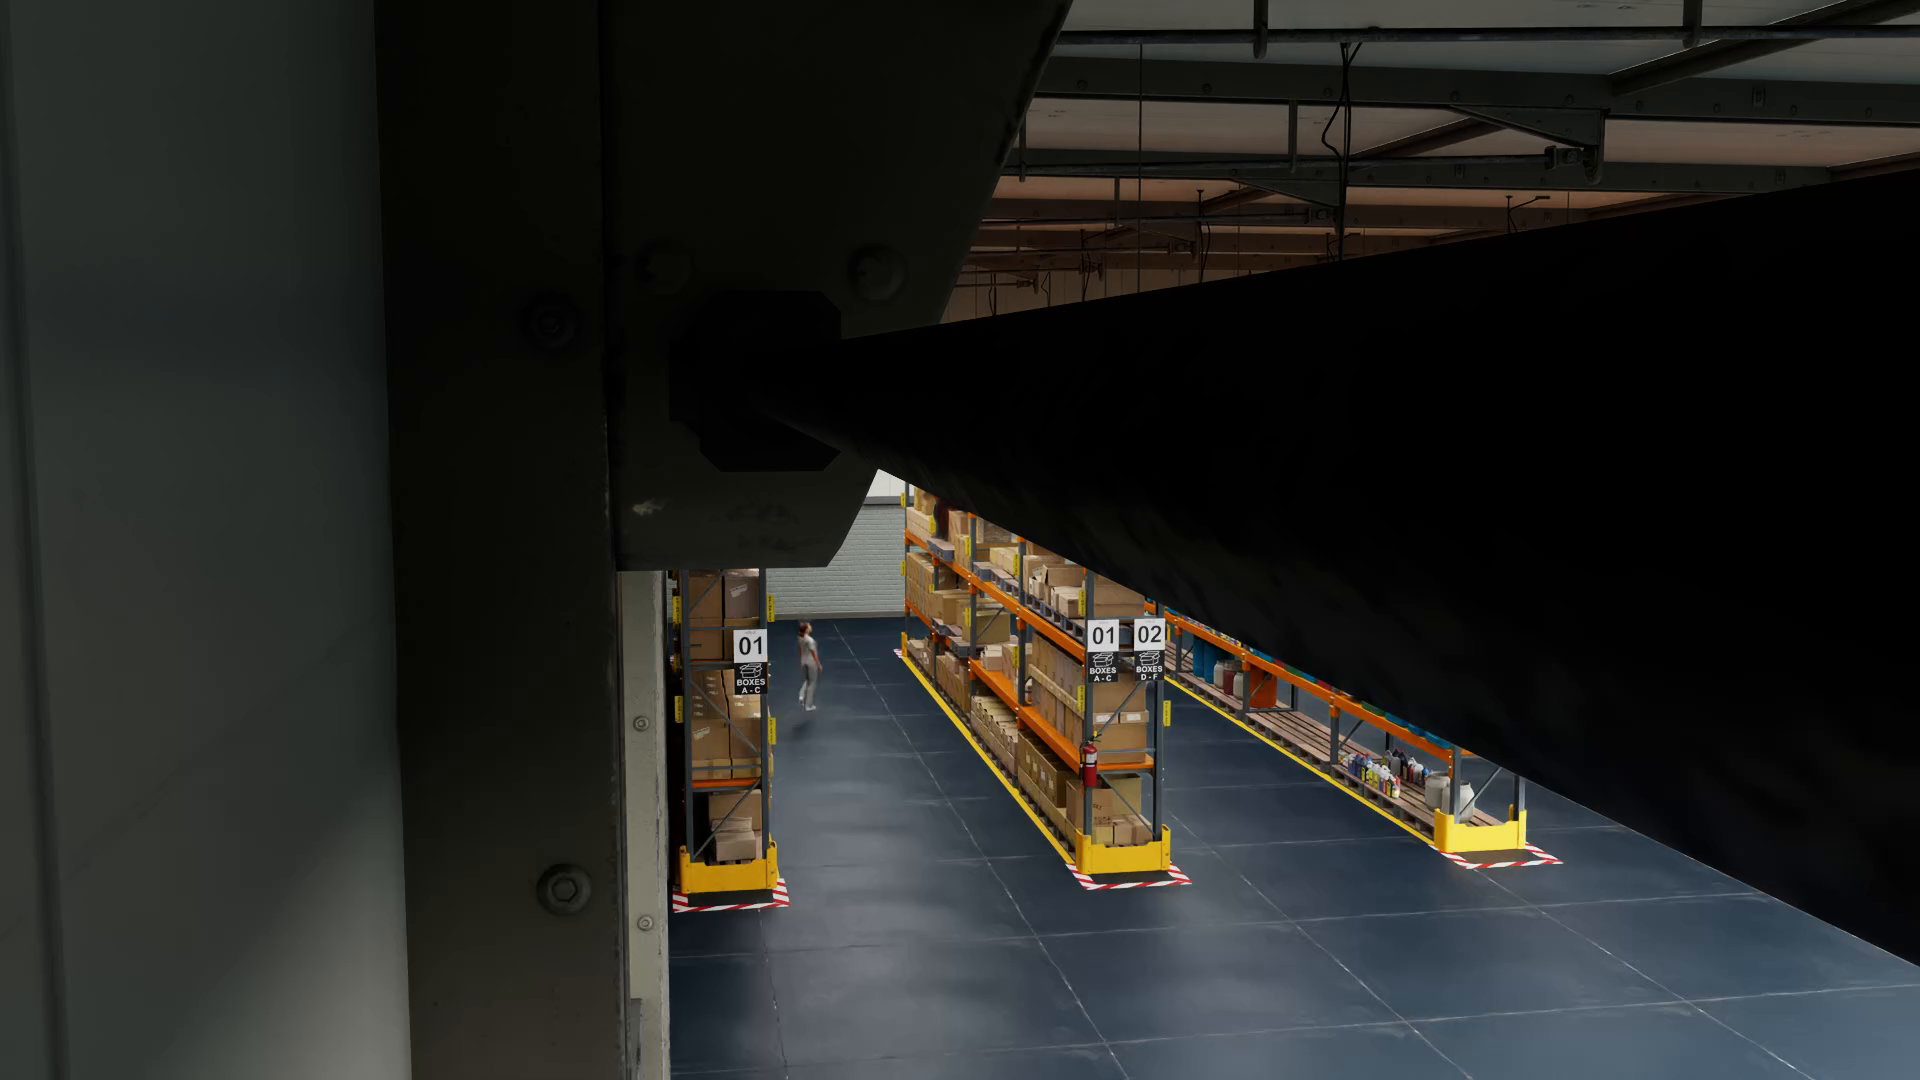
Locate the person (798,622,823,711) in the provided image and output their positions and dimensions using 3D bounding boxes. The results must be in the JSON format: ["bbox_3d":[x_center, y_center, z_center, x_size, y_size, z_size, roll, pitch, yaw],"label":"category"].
[{"bbox_3d":[-2.739,2.305,30.416,0.473,1.663,0.457,5,8,40],"label":"person"}]

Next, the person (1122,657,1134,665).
[{"bbox_3d":[3.374,1.964,33.319,0.510,1.802,0.564,0,6,-1],"label":"person"}]
